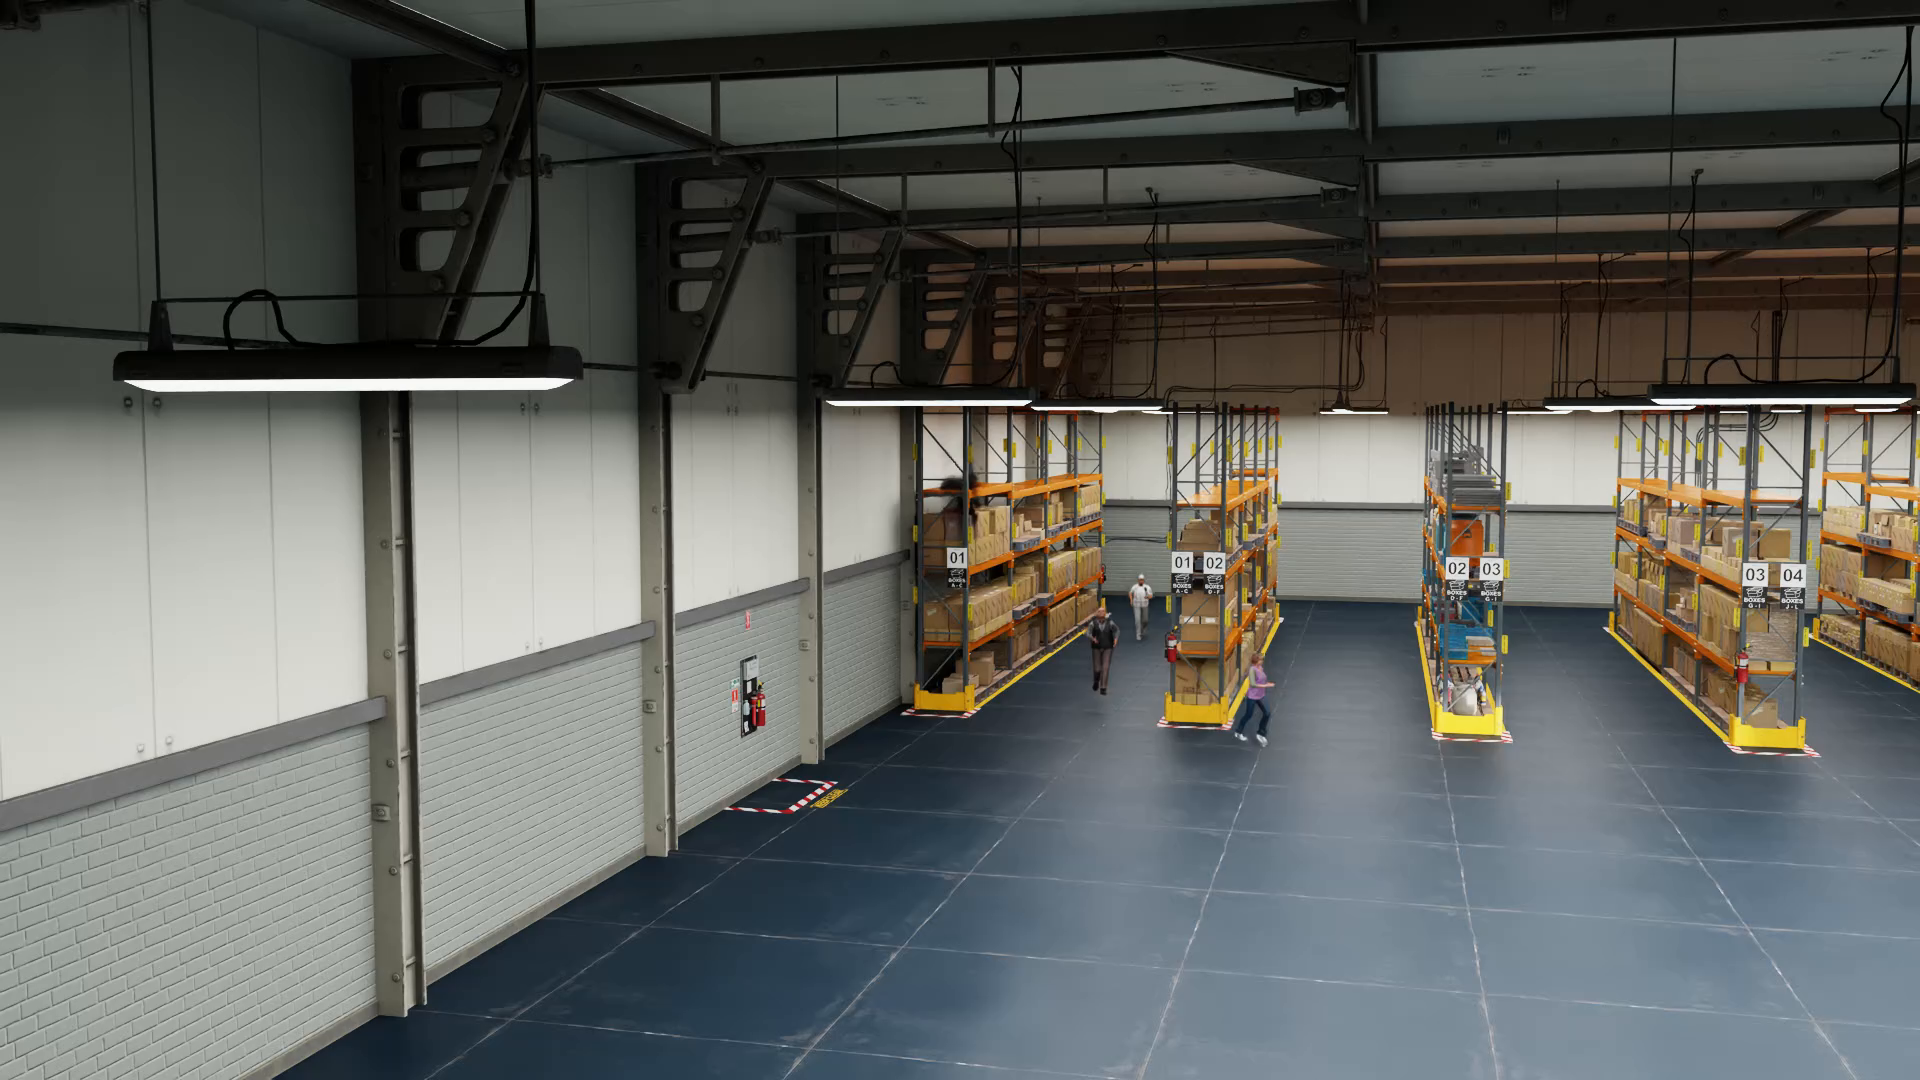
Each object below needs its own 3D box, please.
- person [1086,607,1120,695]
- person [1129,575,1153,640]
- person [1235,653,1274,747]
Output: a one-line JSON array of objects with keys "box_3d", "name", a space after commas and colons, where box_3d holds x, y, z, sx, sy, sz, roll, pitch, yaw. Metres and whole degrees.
[{"box_3d": [2.812, 2.180, 32.745, 0.683, 1.681, 0.826, 0, 4, 6], "name": "person"}, {"box_3d": [4.665, 1.722, 42.885, 0.616, 1.643, 0.912, 0, 4, 4], "name": "person"}, {"box_3d": [5.146, 2.775, 28.979, 0.504, 1.640, 0.784, -4, 6, -44], "name": "person"}]
